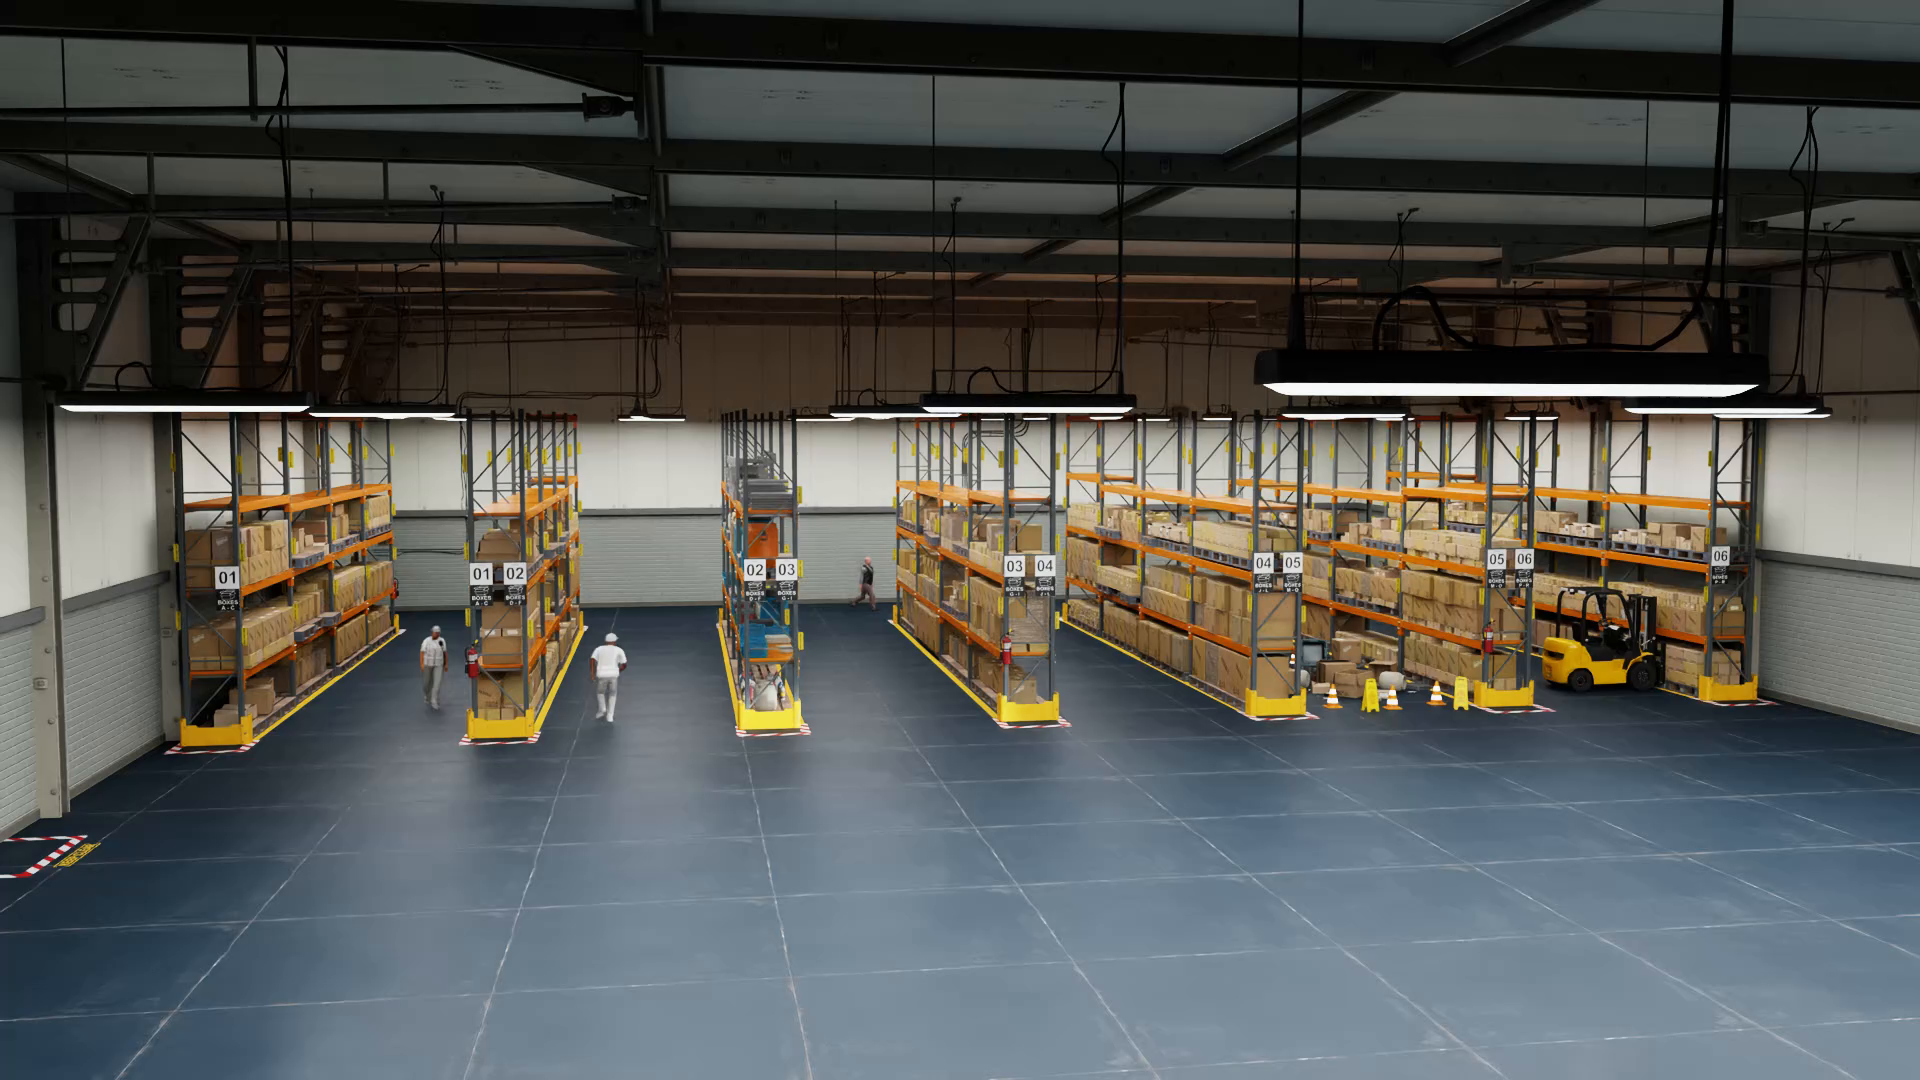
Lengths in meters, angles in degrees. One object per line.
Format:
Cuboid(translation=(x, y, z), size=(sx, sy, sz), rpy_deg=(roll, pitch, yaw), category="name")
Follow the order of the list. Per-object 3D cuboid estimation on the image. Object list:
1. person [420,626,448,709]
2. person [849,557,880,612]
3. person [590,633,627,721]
Cuboid(translation=(-10.677, 2.562, 33.767), size=(0.564, 1.645, 0.808), rpy_deg=(-2, 4, -27), category="person")
Cuboid(translation=(-2.894, 1.350, 50.779), size=(1.052, 1.670, 0.521), rpy_deg=(1, 4, 12), category="person")
Cuboid(translation=(-6.825, 2.650, 32.277), size=(0.704, 1.657, 0.743), rpy_deg=(-1, 4, -8), category="person")
